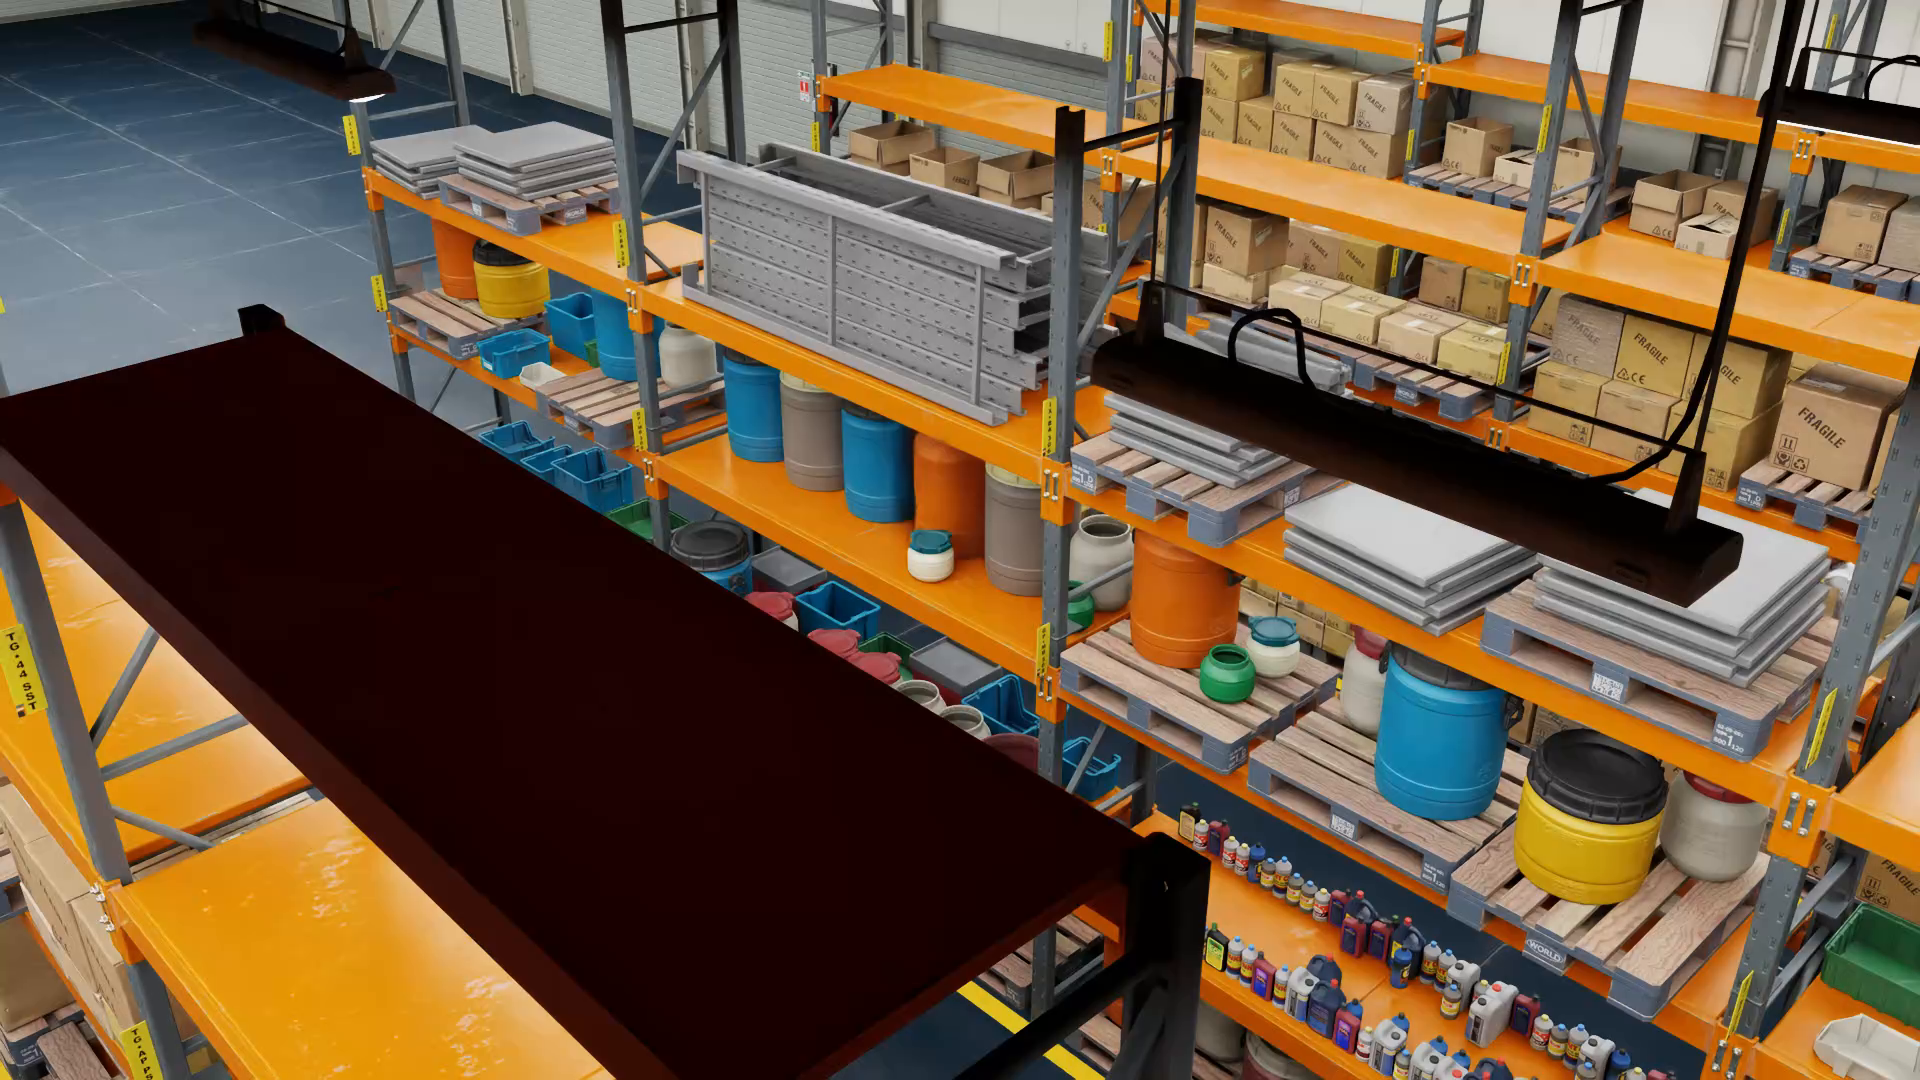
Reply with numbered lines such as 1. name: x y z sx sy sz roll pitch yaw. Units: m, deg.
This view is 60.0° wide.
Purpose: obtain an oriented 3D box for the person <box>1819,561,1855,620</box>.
1. person: 7.222 0.867 13.703 0.613 1.458 0.672 -18 33 -30
